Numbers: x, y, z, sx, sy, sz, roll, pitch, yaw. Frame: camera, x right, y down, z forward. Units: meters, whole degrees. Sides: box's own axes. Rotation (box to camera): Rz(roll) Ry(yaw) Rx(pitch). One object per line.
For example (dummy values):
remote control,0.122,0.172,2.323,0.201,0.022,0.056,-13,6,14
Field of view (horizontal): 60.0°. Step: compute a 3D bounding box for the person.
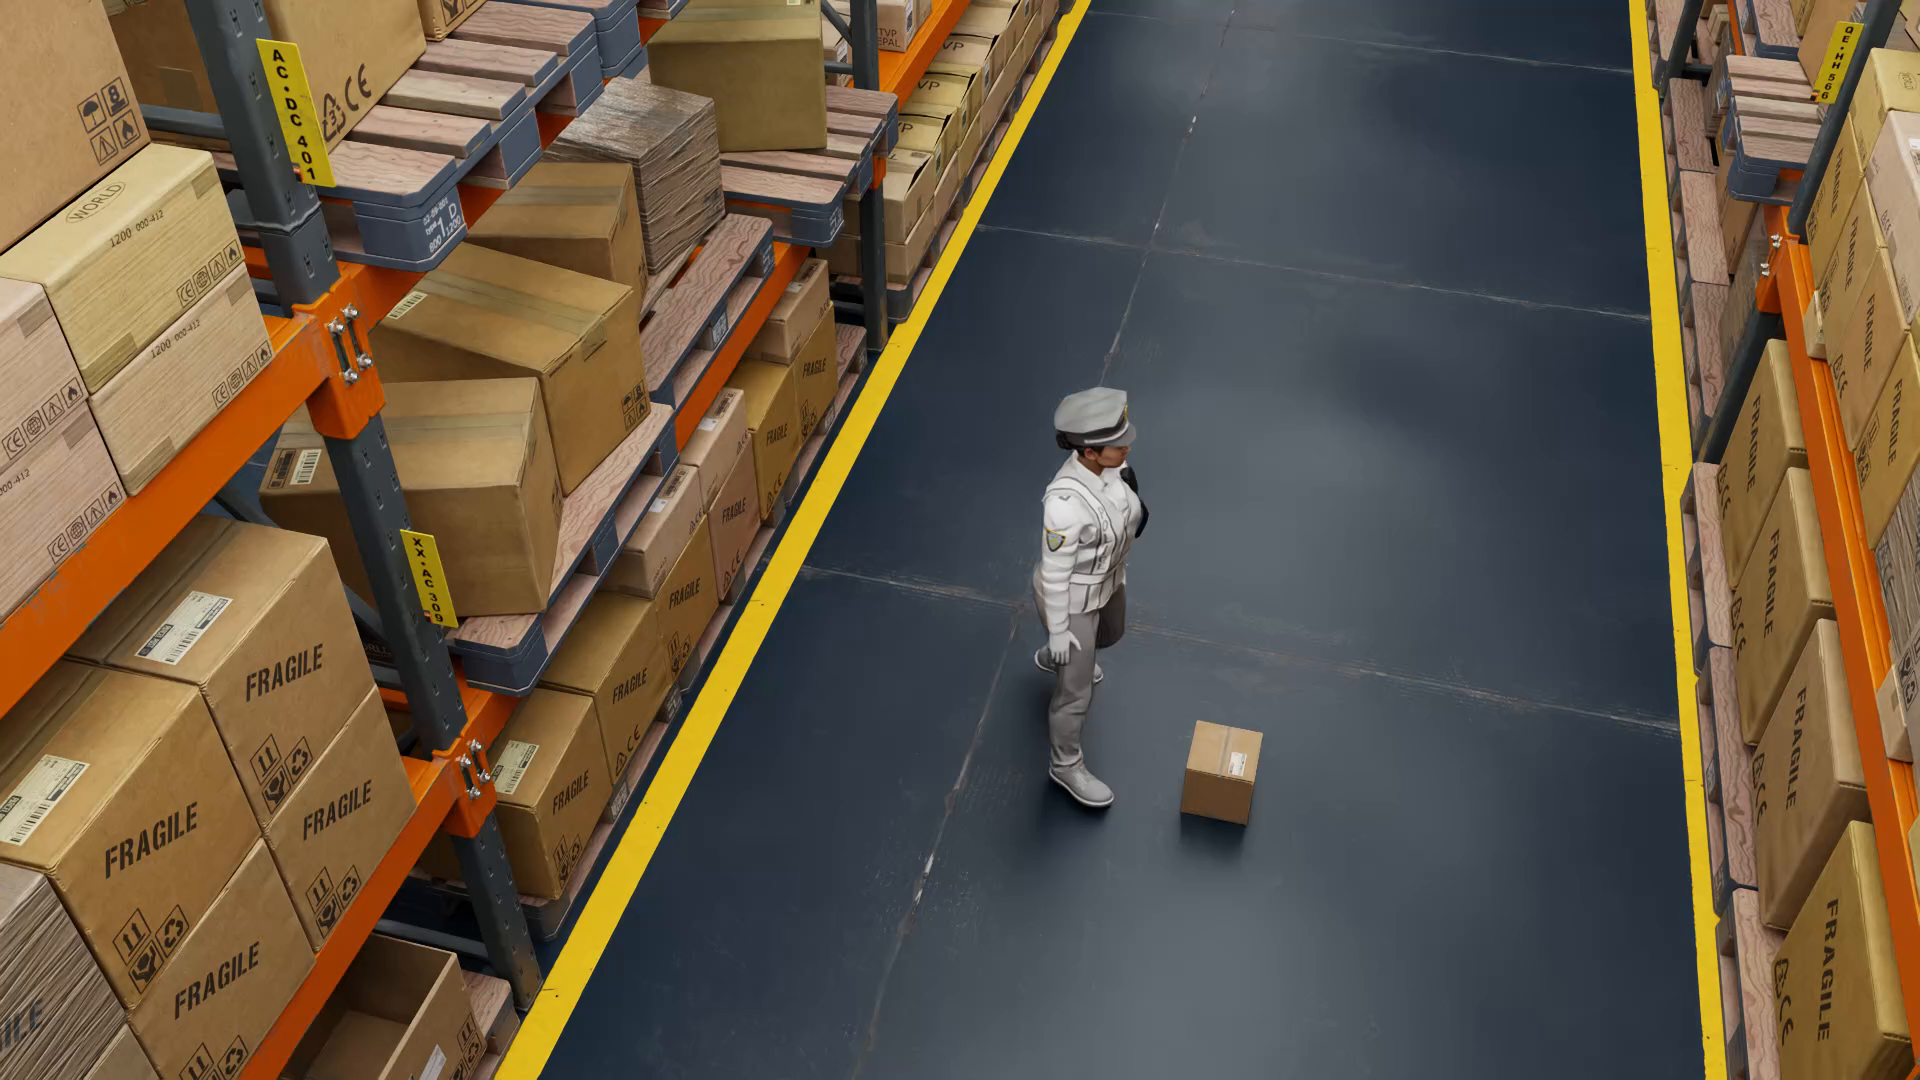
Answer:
person,0.456,0.132,5.963,0.553,1.671,0.641,20,45,21
